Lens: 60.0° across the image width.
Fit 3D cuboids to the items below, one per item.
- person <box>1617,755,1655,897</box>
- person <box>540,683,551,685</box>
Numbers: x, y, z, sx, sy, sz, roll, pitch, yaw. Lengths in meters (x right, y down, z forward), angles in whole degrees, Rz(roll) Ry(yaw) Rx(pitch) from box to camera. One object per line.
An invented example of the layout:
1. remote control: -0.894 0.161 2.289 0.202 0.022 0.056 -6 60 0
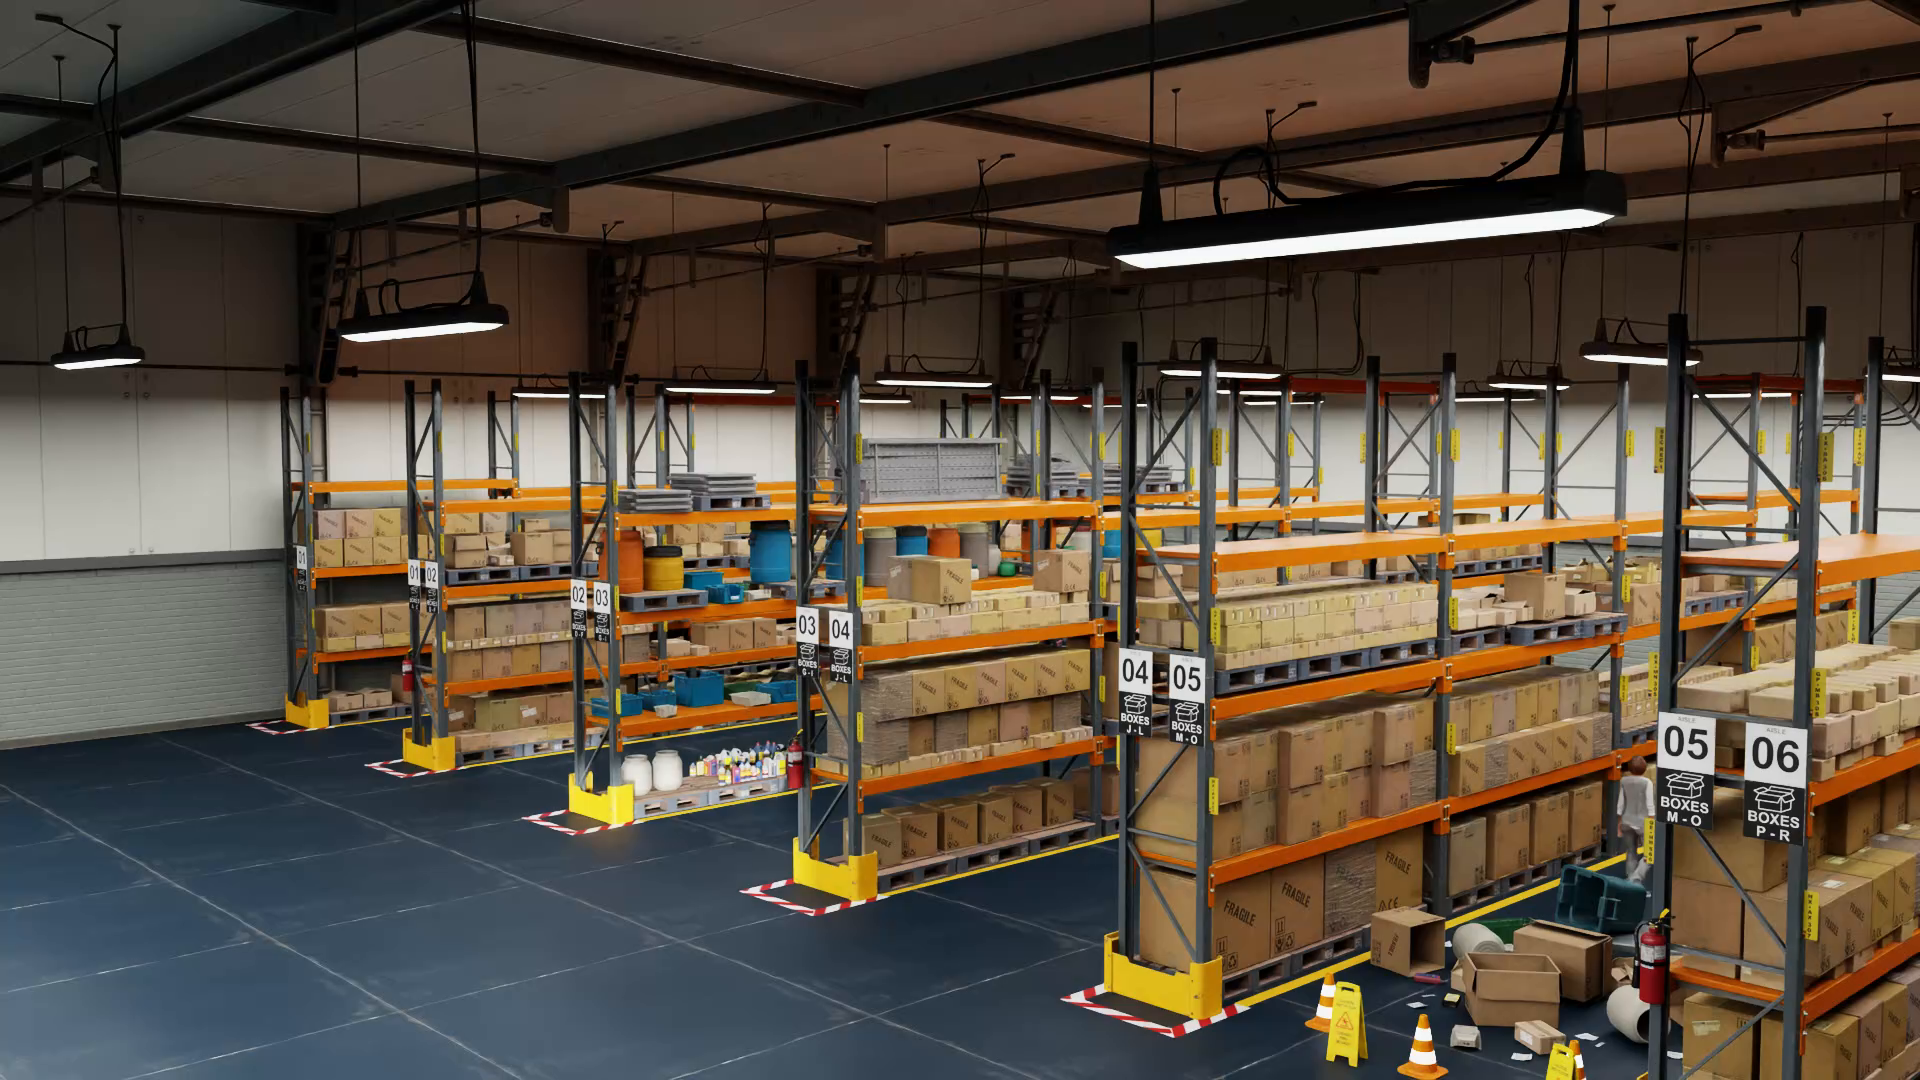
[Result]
1. person: 7.505 3.191 18.470 0.480 1.596 0.461 -3 5 -43
2. person: -7.452 2.420 29.439 0.478 1.711 0.577 -3 4 -34
